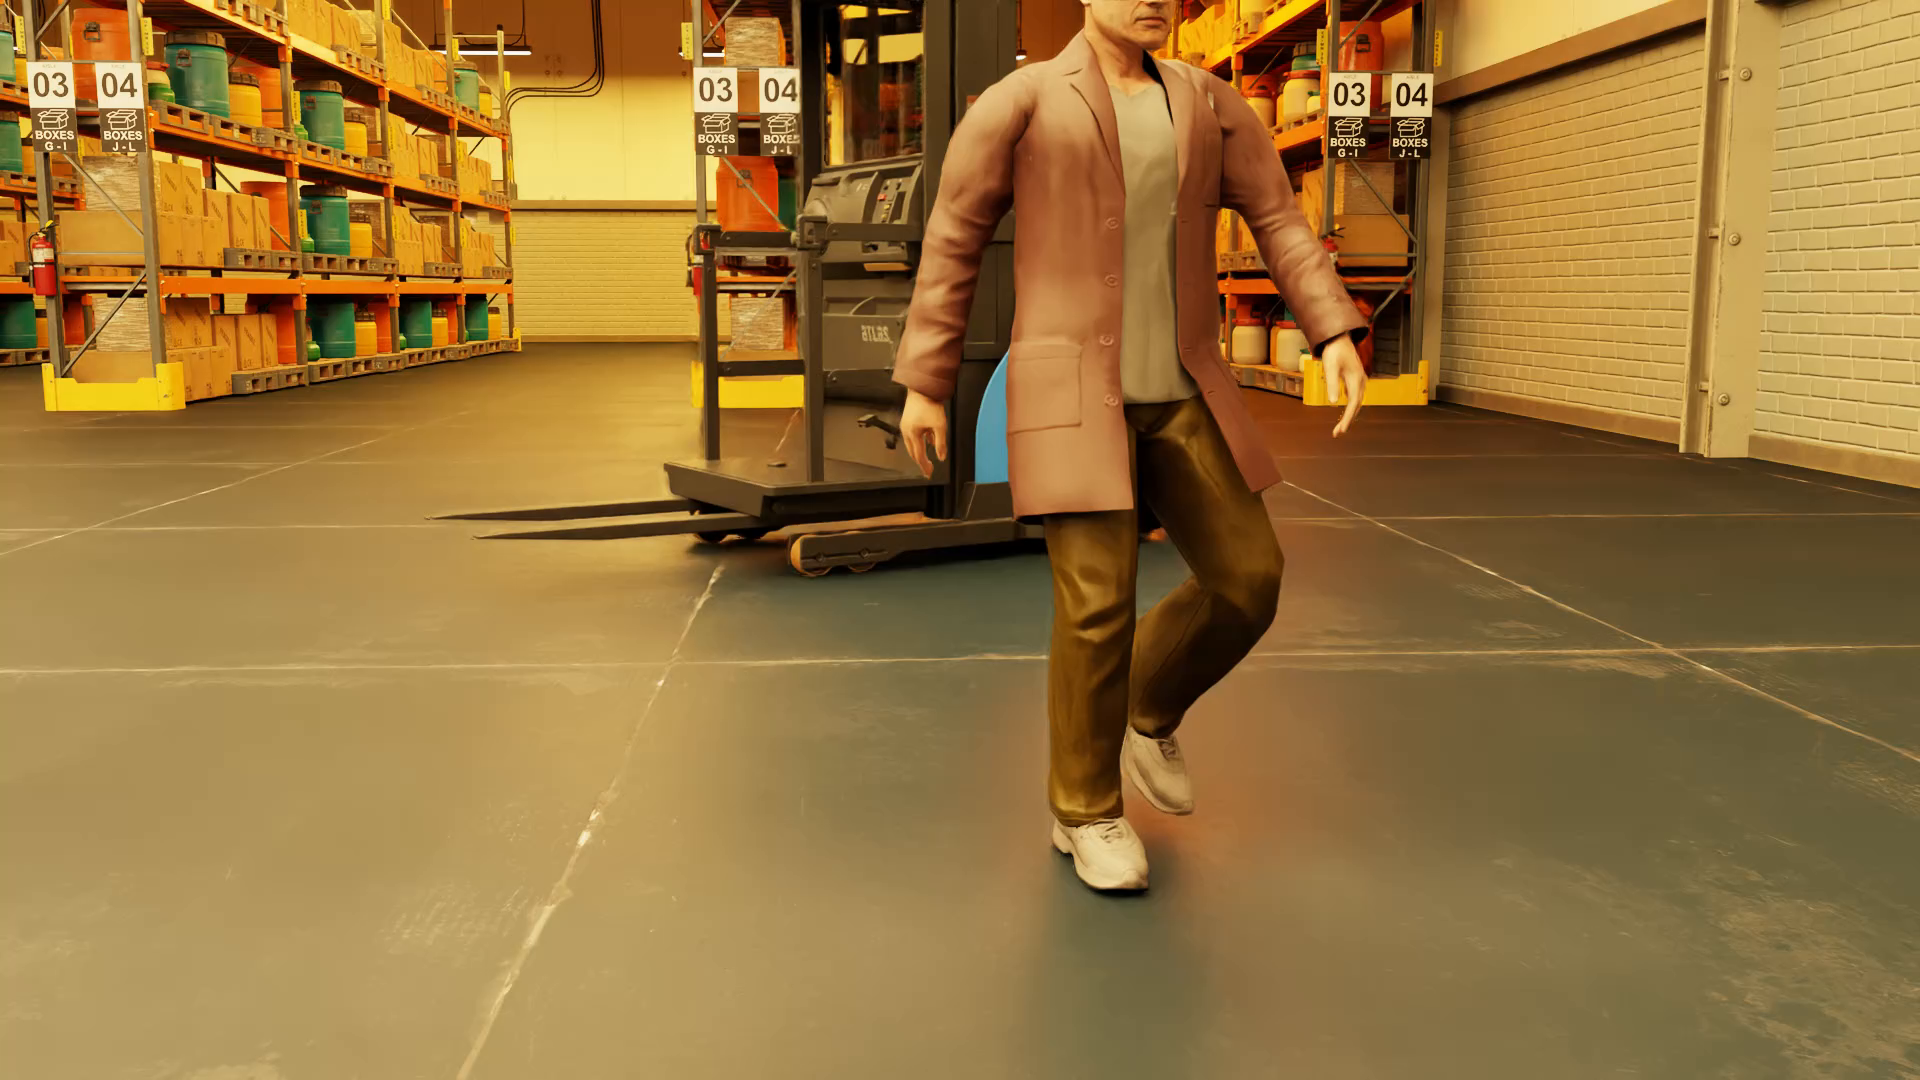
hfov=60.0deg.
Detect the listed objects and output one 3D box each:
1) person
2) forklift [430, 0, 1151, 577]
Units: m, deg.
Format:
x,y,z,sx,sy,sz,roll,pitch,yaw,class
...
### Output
x,y,z,sx,sy,sz,roll,pitch,yaw,class
0.302,-0.270,3.149,0.826,1.760,0.598,-3,9,-20,person
-0.585,-1.397,6.741,3.031,2.935,1.130,-5,10,-31,forklift
